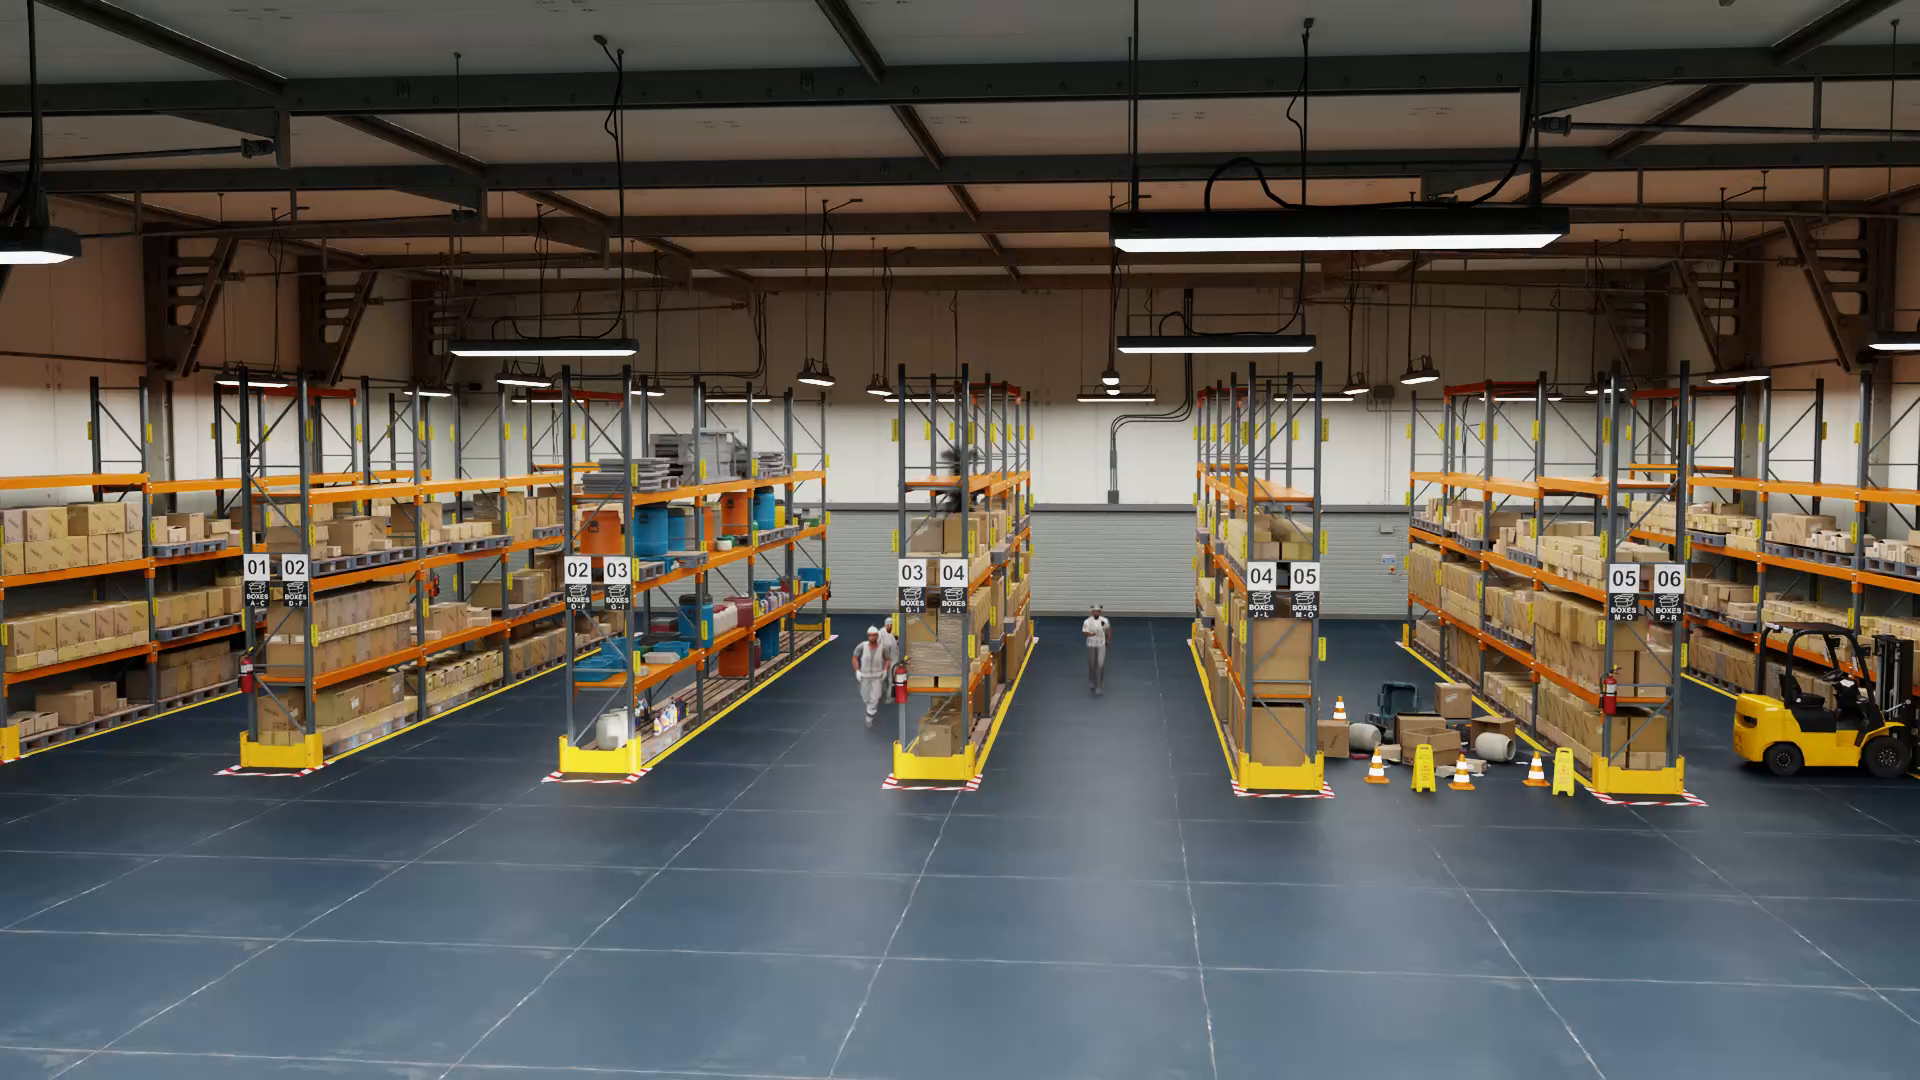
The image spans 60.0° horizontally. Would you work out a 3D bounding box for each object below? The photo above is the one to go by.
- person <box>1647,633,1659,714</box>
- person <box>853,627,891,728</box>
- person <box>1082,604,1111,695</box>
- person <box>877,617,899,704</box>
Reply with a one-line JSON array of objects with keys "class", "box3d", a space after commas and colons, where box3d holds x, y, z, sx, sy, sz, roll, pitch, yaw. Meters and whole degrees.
[{"class": "person", "box3d": [11.814, 2.251, 28.839, 0.653, 1.798, 0.933, 0, 4, -7]}, {"class": "person", "box3d": [-1.502, 2.324, 28.386, 0.659, 1.725, 0.590, 0, 4, 0]}, {"class": "person", "box3d": [2.639, 2.085, 32.159, 0.558, 1.741, 0.860, 0, 4, 4]}, {"class": "person", "box3d": [-1.316, 2.226, 31.202, 0.628, 1.631, 0.989, 0, 4, -6]}]
